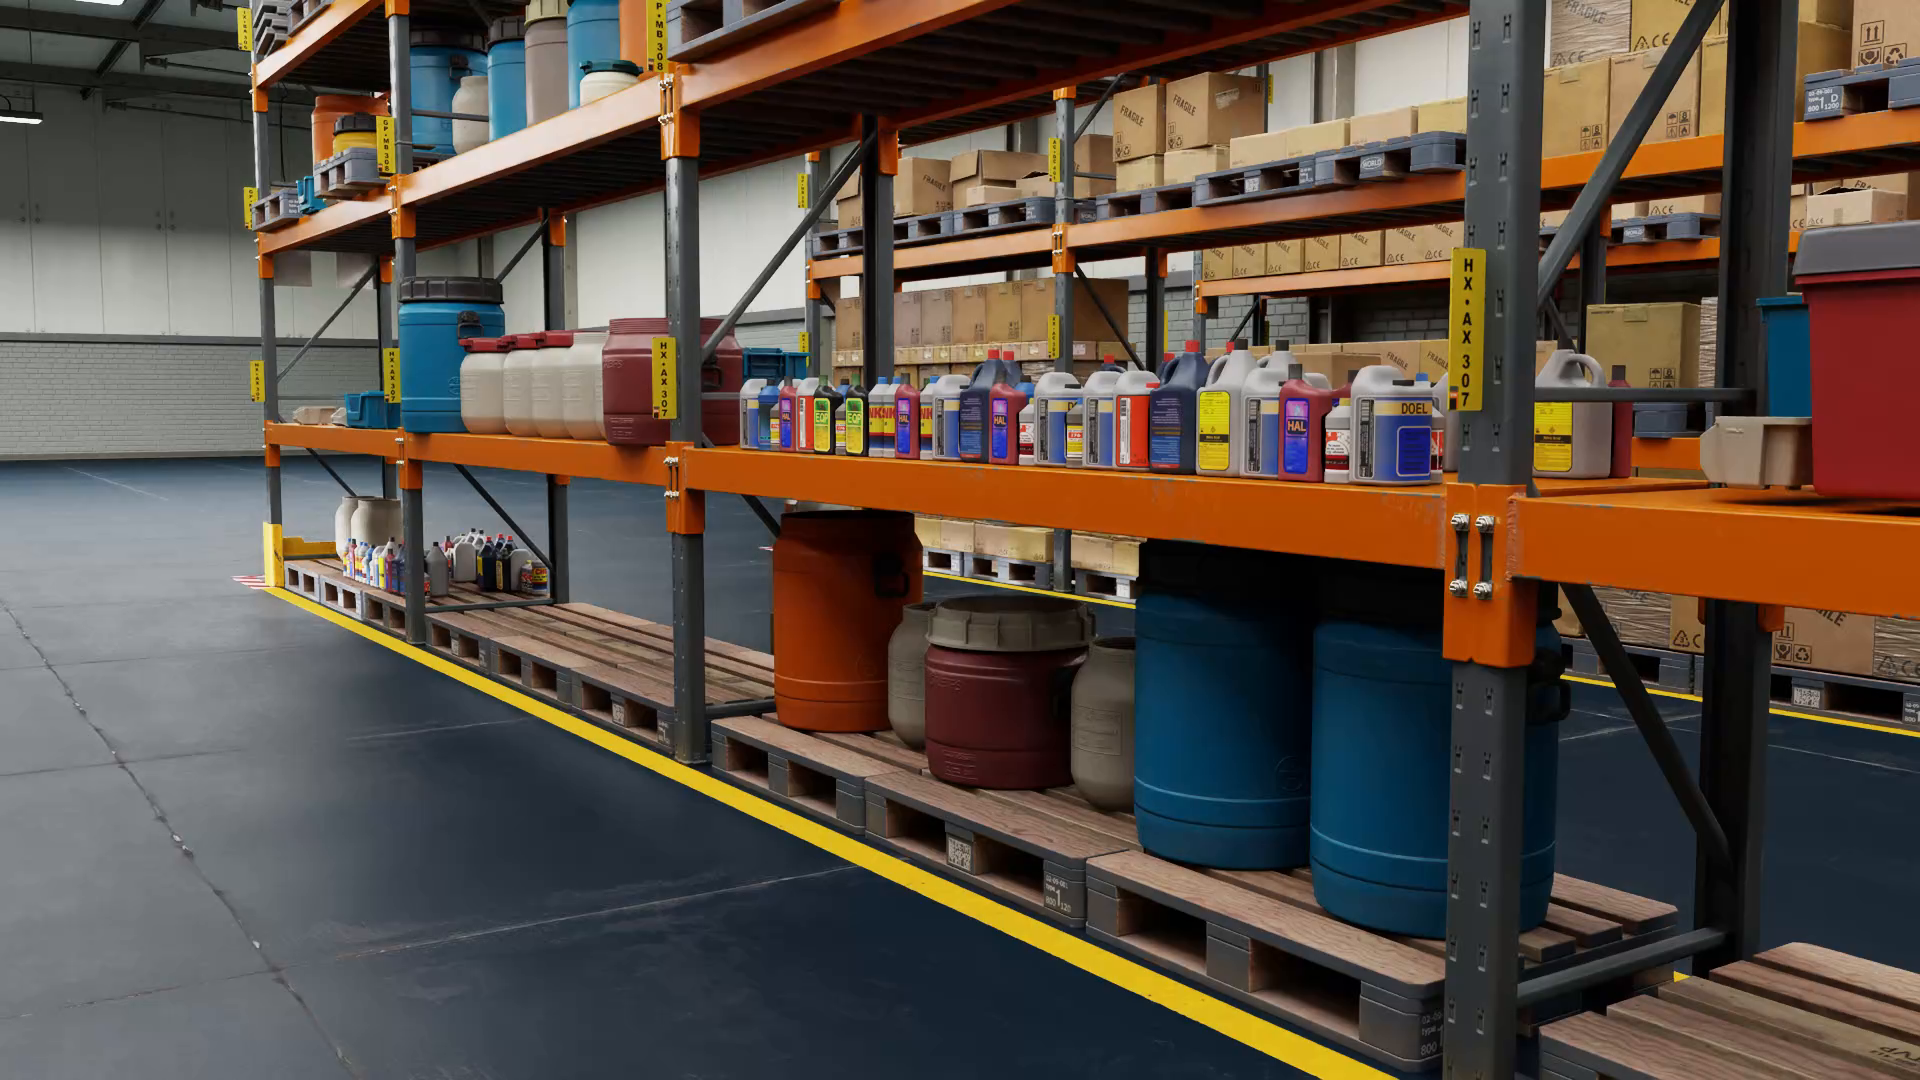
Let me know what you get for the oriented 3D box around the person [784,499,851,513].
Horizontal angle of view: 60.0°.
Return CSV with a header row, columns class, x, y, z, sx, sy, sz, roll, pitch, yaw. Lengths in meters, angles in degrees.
class,x,y,z,sx,sy,sz,roll,pitch,yaw
person,-0.803,-0.100,9.481,0.480,1.592,0.349,-4,6,-37
